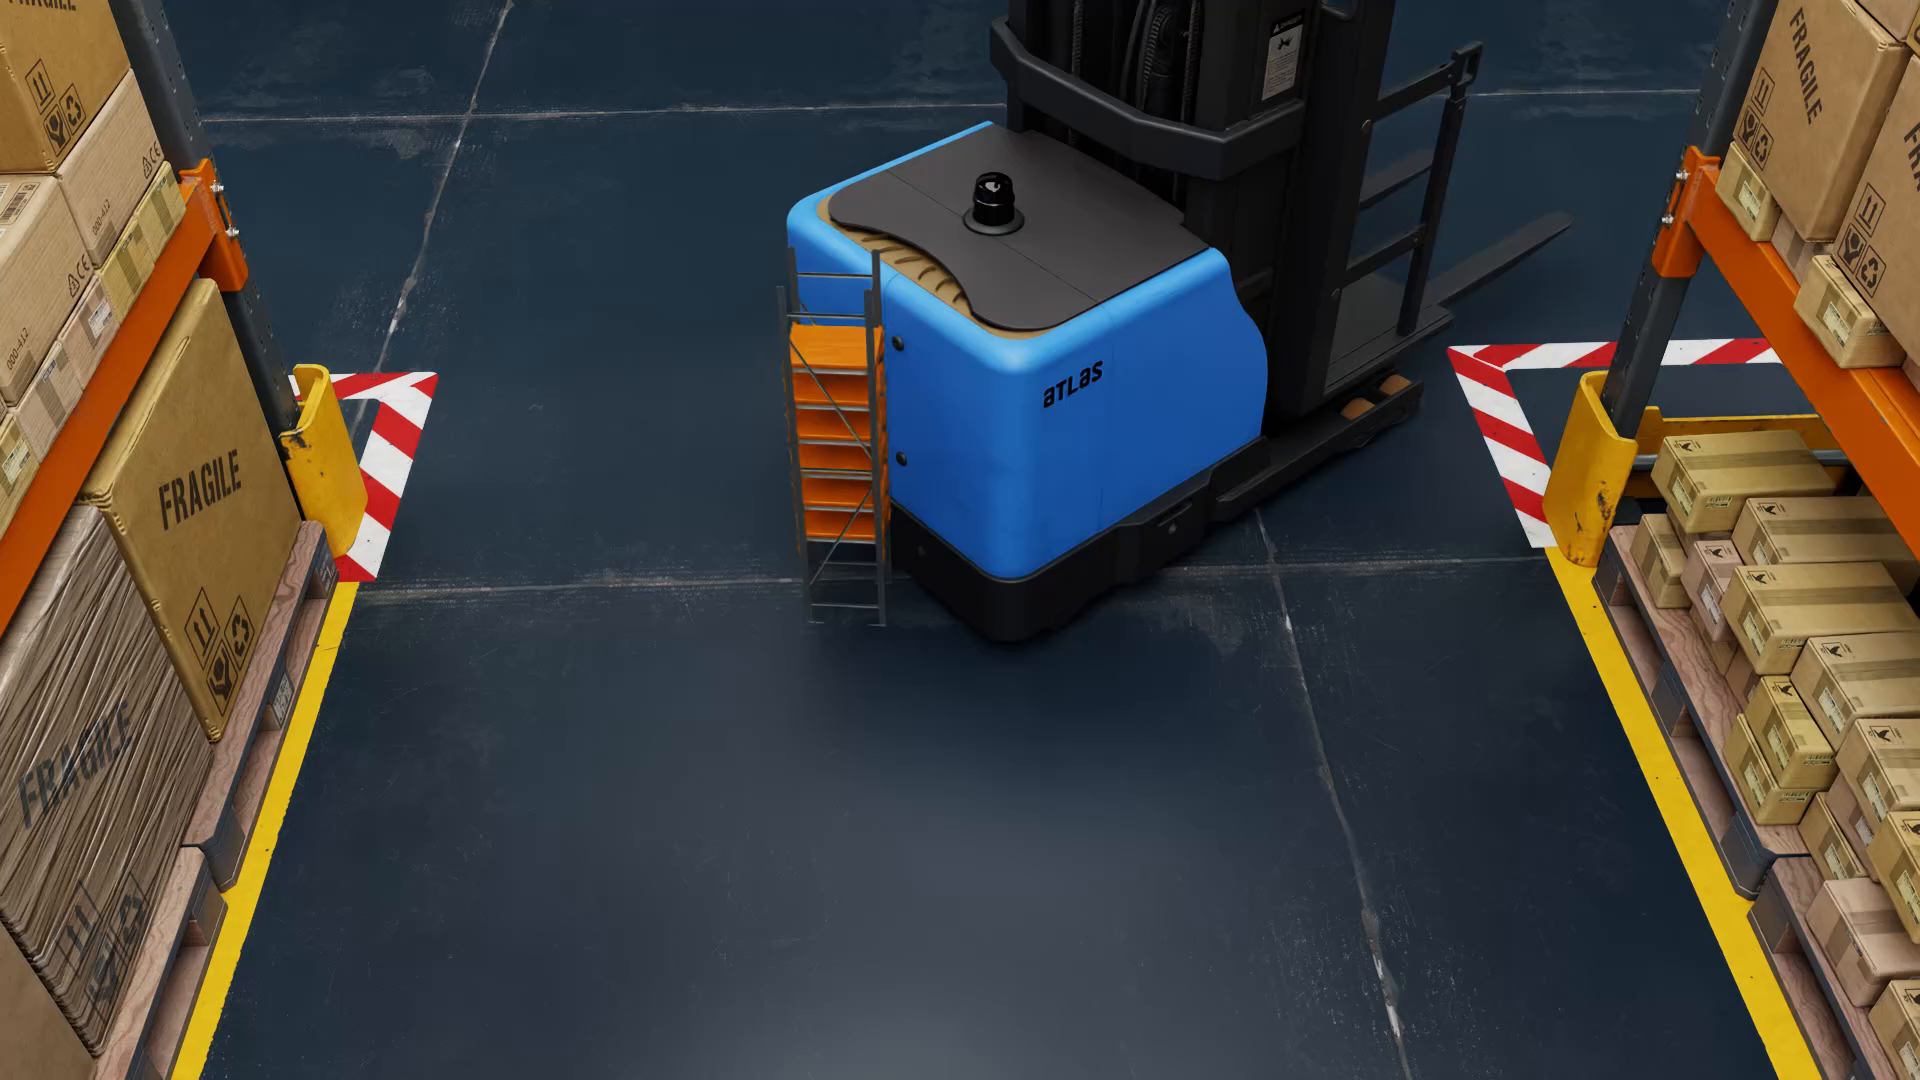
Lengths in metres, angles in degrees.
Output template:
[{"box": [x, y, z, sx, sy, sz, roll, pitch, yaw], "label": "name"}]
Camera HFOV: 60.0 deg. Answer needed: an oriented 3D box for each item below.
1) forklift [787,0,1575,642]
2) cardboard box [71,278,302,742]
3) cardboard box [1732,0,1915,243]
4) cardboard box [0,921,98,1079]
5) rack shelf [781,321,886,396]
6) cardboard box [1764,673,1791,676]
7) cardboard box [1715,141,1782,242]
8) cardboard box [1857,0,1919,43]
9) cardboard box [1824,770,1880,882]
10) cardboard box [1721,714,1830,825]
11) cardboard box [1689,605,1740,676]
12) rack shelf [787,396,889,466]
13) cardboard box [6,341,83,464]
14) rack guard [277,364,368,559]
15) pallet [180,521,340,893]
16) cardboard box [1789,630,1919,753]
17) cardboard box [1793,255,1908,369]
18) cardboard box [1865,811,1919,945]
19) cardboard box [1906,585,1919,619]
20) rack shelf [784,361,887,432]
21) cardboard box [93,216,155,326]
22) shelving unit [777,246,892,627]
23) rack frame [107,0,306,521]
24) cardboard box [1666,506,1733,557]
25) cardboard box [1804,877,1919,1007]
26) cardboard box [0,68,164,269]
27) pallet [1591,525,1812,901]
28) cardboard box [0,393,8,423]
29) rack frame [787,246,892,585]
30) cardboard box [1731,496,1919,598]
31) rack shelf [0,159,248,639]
[{"box": [0.941, -1.635, 4.865, 3.031, 2.935, 1.130, -30, 50, -29], "label": "forklift"}, {"box": [-2.391, -0.070, 4.368, 0.875, 0.875, 0.875, -2, 43, -2], "label": "cardboard box"}, {"box": [2.205, -1.038, 3.868, 0.500, 0.500, 0.500, 0, 43, 0], "label": "cardboard box"}, {"box": [-2.314, 1.145, 3.043, 0.875, 0.875, 0.875, -2, 43, -2], "label": "cardboard box"}, {"box": [-0.334, -0.482, 4.421, 0.258, 0.103, 0.180, 2, 43, 3], "label": "rack shelf"}, {"box": [2.282, 0.294, 4.288, 0.380, 0.149, 0.250, -1, 43, -1], "label": "cardboard box"}, {"box": [2.148, -0.882, 4.178, 0.380, 0.149, 0.250, -2, 43, -2], "label": "cardboard box"}, {"box": [2.216, -1.407, 3.531, 0.500, 0.500, 0.500, -2, 43, -2], "label": "cardboard box"}, {"box": [2.290, 0.647, 3.903, 0.380, 0.149, 0.250, -4, 43, -4], "label": "cardboard box"}, {"box": [2.176, 0.574, 4.203, 0.380, 0.149, 0.250, -1, 43, -1], "label": "cardboard box"}, {"box": [2.257, 0.231, 4.577, 0.380, 0.149, 0.250, -2, 43, -2], "label": "cardboard box"}, {"box": [-0.334, -0.306, 4.584, 0.258, 0.103, 0.180, 2, 43, 3], "label": "rack shelf"}, {"box": [-2.122, -0.291, 3.533, 0.380, 0.149, 0.250, -1, 43, -1], "label": "cardboard box"}, {"box": [-2.499, -0.223, 5.124, 1.175, 0.500, 0.348, -2, 43, -2], "label": "rack guard"}, {"box": [-2.386, 0.437, 4.617, 1.003, 0.211, 1.213, -2, 43, -2], "label": "pallet"}, {"box": [2.253, 0.359, 3.997, 0.380, 0.149, 0.250, -4, 43, -4], "label": "cardboard box"}, {"box": [2.158, -0.528, 3.792, 0.380, 0.149, 0.250, -3, 43, -3], "label": "cardboard box"}, {"box": [2.220, 0.726, 3.597, 0.380, 0.149, 0.250, -1, 43, -1], "label": "cardboard box"}, {"box": [2.727, 0.110, 4.489, 0.380, 0.149, 0.250, -3, 43, -3], "label": "cardboard box"}, {"box": [-0.334, -0.394, 4.502, 0.258, 0.103, 0.180, 2, 43, 3], "label": "rack shelf"}, {"box": [-2.141, -0.629, 3.903, 0.380, 0.149, 0.250, -1, 43, -1], "label": "cardboard box"}, {"box": [-0.334, -0.250, 4.635, 0.258, 1.200, 0.189, 2, 43, 3], "label": "shelving unit"}, {"box": [-2.498, -1.128, 4.261, 1.000, 3.000, 0.127, -2, 43, -2], "label": "rack frame"}, {"box": [2.228, -0.055, 4.669, 0.380, 0.149, 0.250, 0, 43, 0], "label": "cardboard box"}, {"box": [2.206, 0.914, 3.832, 0.380, 0.149, 0.250, -4, 43, -4], "label": "cardboard box"}, {"box": [-2.212, -0.863, 3.863, 0.500, 0.250, 0.500, -2, 43, -2], "label": "cardboard box"}, {"box": [2.464, 0.426, 4.629, 1.003, 0.211, 1.213, -2, 43, -2], "label": "pallet"}, {"box": [-2.169, -0.177, 3.114, 0.500, 0.250, 0.500, -3, 43, -3], "label": "cardboard box"}, {"box": [-0.328, -0.312, 4.702, 0.240, 1.200, 0.006, 2, 43, 3], "label": "rack frame"}, {"box": [2.277, 0.020, 4.367, 0.380, 0.149, 0.250, -1, 43, -1], "label": "cardboard box"}, {"box": [-2.413, 0.487, 3.031, 1.077, 0.370, 4.000, -2, 43, -2], "label": "rack shelf"}]
